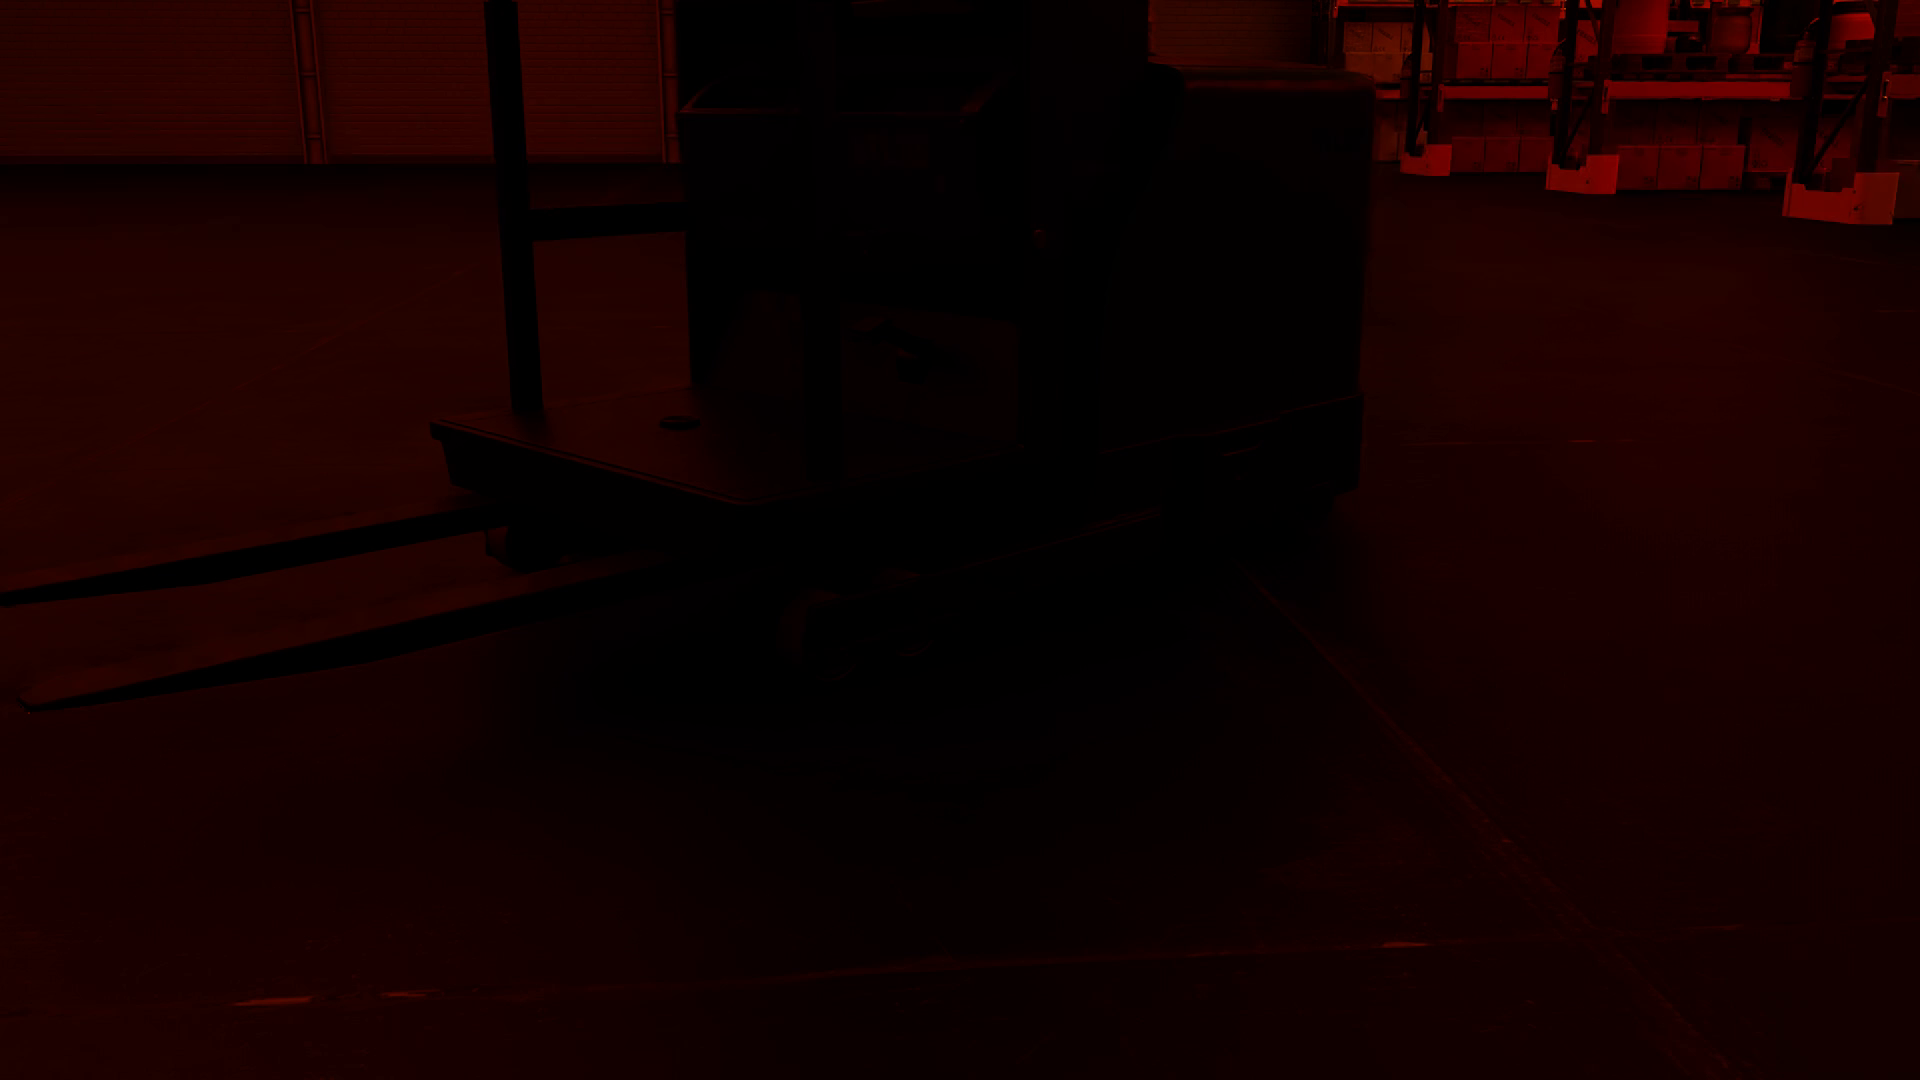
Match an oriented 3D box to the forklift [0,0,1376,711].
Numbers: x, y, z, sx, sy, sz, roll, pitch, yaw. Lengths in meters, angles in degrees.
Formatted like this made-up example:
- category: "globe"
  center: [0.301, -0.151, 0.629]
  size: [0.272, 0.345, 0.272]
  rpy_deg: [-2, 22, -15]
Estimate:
- category: "forklift"
  center: [-0.399, -1.311, 3.156]
  size: [3.031, 2.935, 1.130]
  rpy_deg: [-14, 20, -43]
